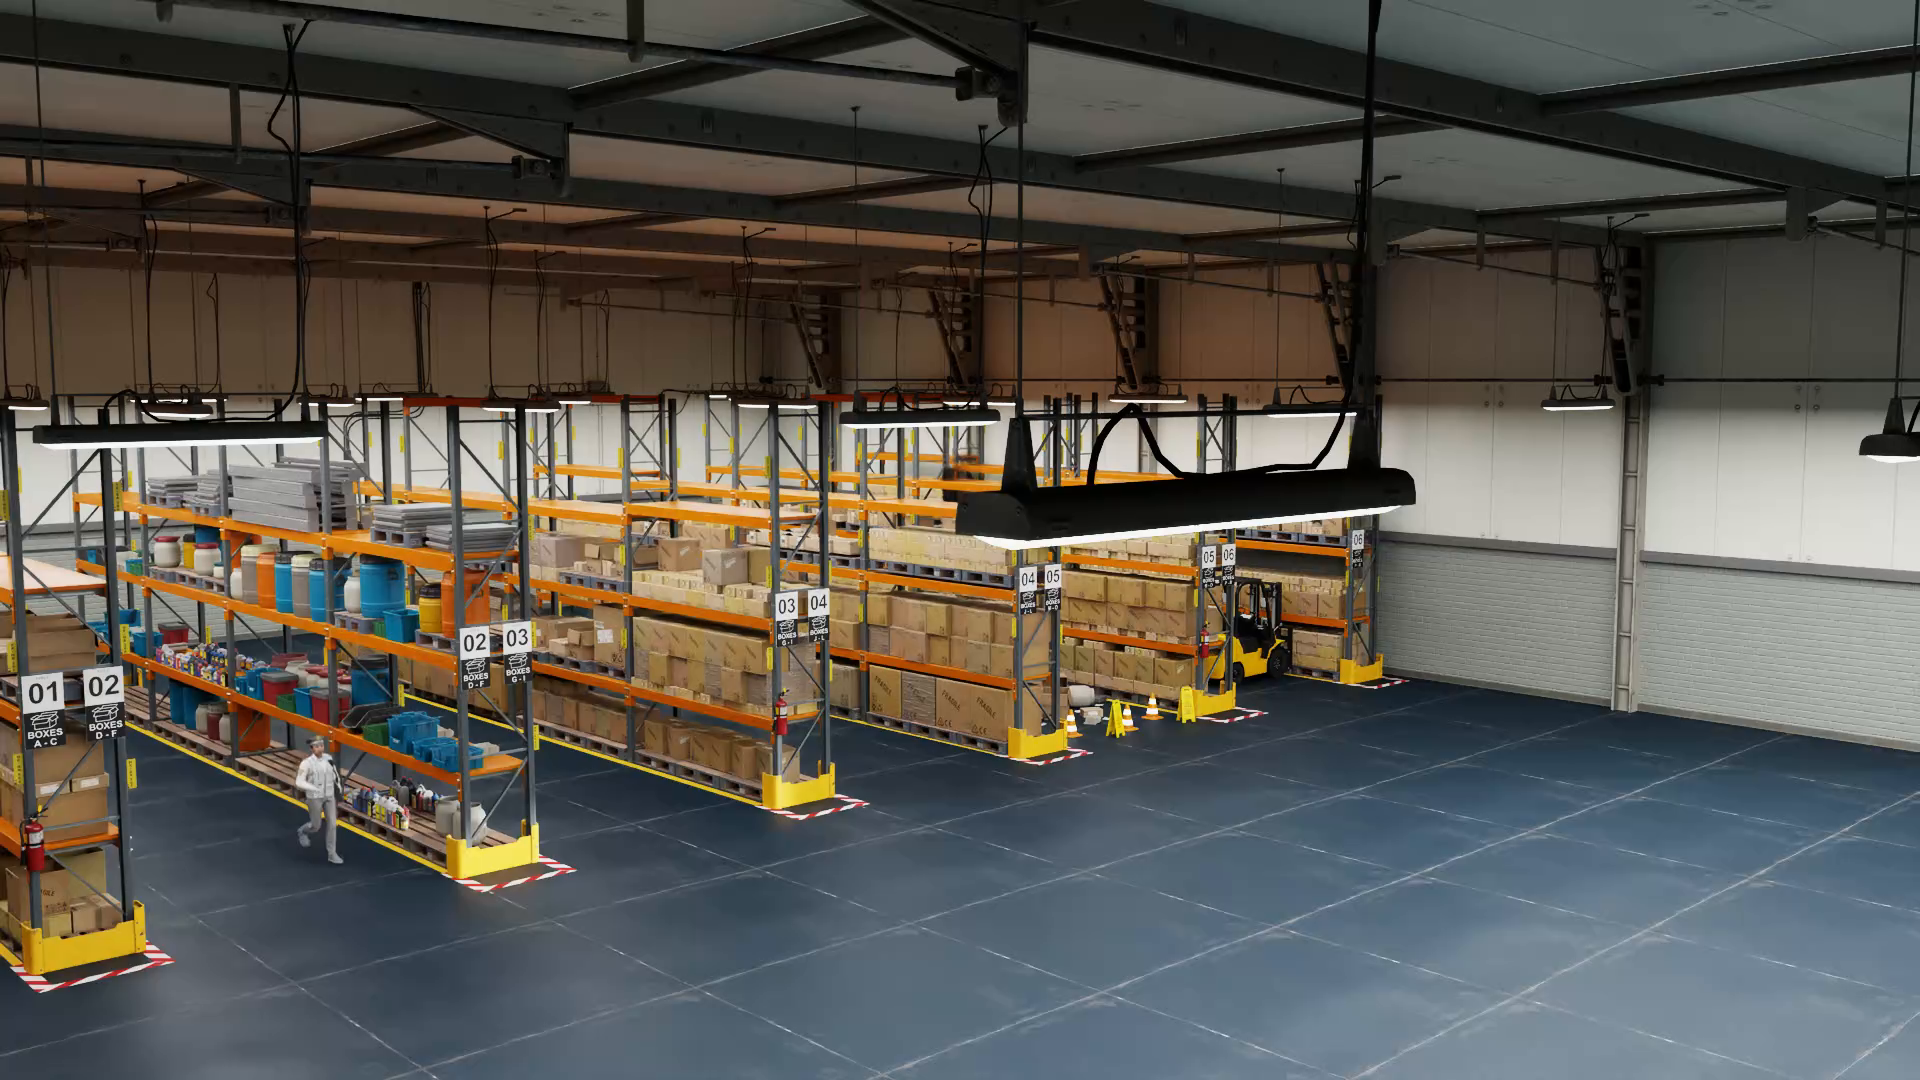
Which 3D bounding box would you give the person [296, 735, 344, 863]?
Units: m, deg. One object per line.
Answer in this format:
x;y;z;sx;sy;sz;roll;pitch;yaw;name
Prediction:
-8.409;3.382;21.900;0.938;1.657;0.630;5;7;42;person

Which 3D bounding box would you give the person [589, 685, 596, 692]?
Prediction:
-7.429;2.356;32.997;0.584;1.608;0.618;5;7;41;person

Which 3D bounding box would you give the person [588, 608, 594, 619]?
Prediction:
-9.013;1.486;41.120;0.889;1.743;0.707;3;6;30;person
